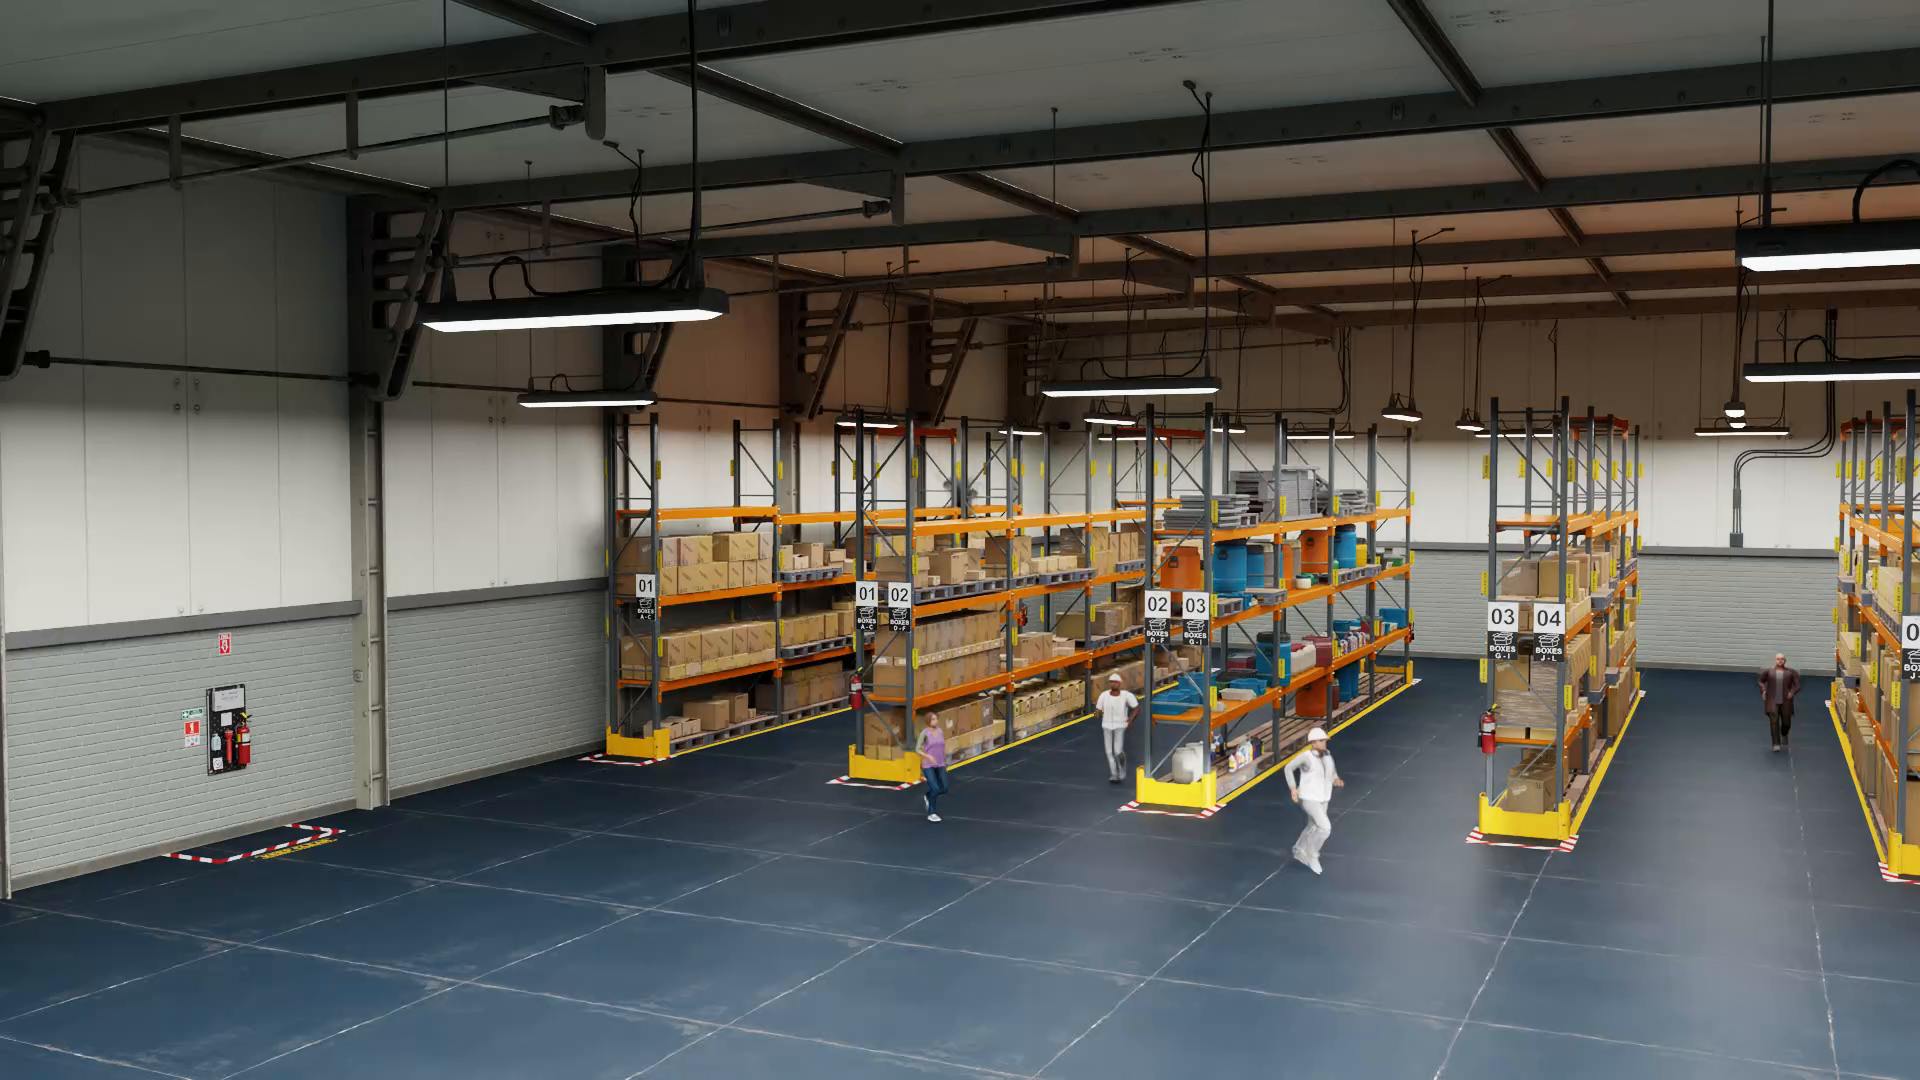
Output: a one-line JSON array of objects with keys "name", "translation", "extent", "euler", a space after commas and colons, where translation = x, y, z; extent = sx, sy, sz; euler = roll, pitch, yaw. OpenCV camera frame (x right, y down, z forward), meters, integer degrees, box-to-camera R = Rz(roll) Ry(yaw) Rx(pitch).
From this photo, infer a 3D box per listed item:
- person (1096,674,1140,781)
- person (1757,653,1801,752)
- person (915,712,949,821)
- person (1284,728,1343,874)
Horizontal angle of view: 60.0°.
[{"name": "person", "translation": [2.471, 3.005, 26.594], "extent": [0.686, 1.721, 0.597], "euler": [1, 3, 22]}, {"name": "person", "translation": [14.609, 2.886, 29.680], "extent": [0.713, 1.730, 0.754], "euler": [1, 3, 26]}, {"name": "person", "translation": [-0.388, 3.193, 23.711], "extent": [0.532, 1.483, 0.553], "euler": [-2, 3, -35]}, {"name": "person", "translation": [4.447, 3.247, 20.760], "extent": [0.620, 1.800, 0.811], "euler": [-2, 3, -37]}]
